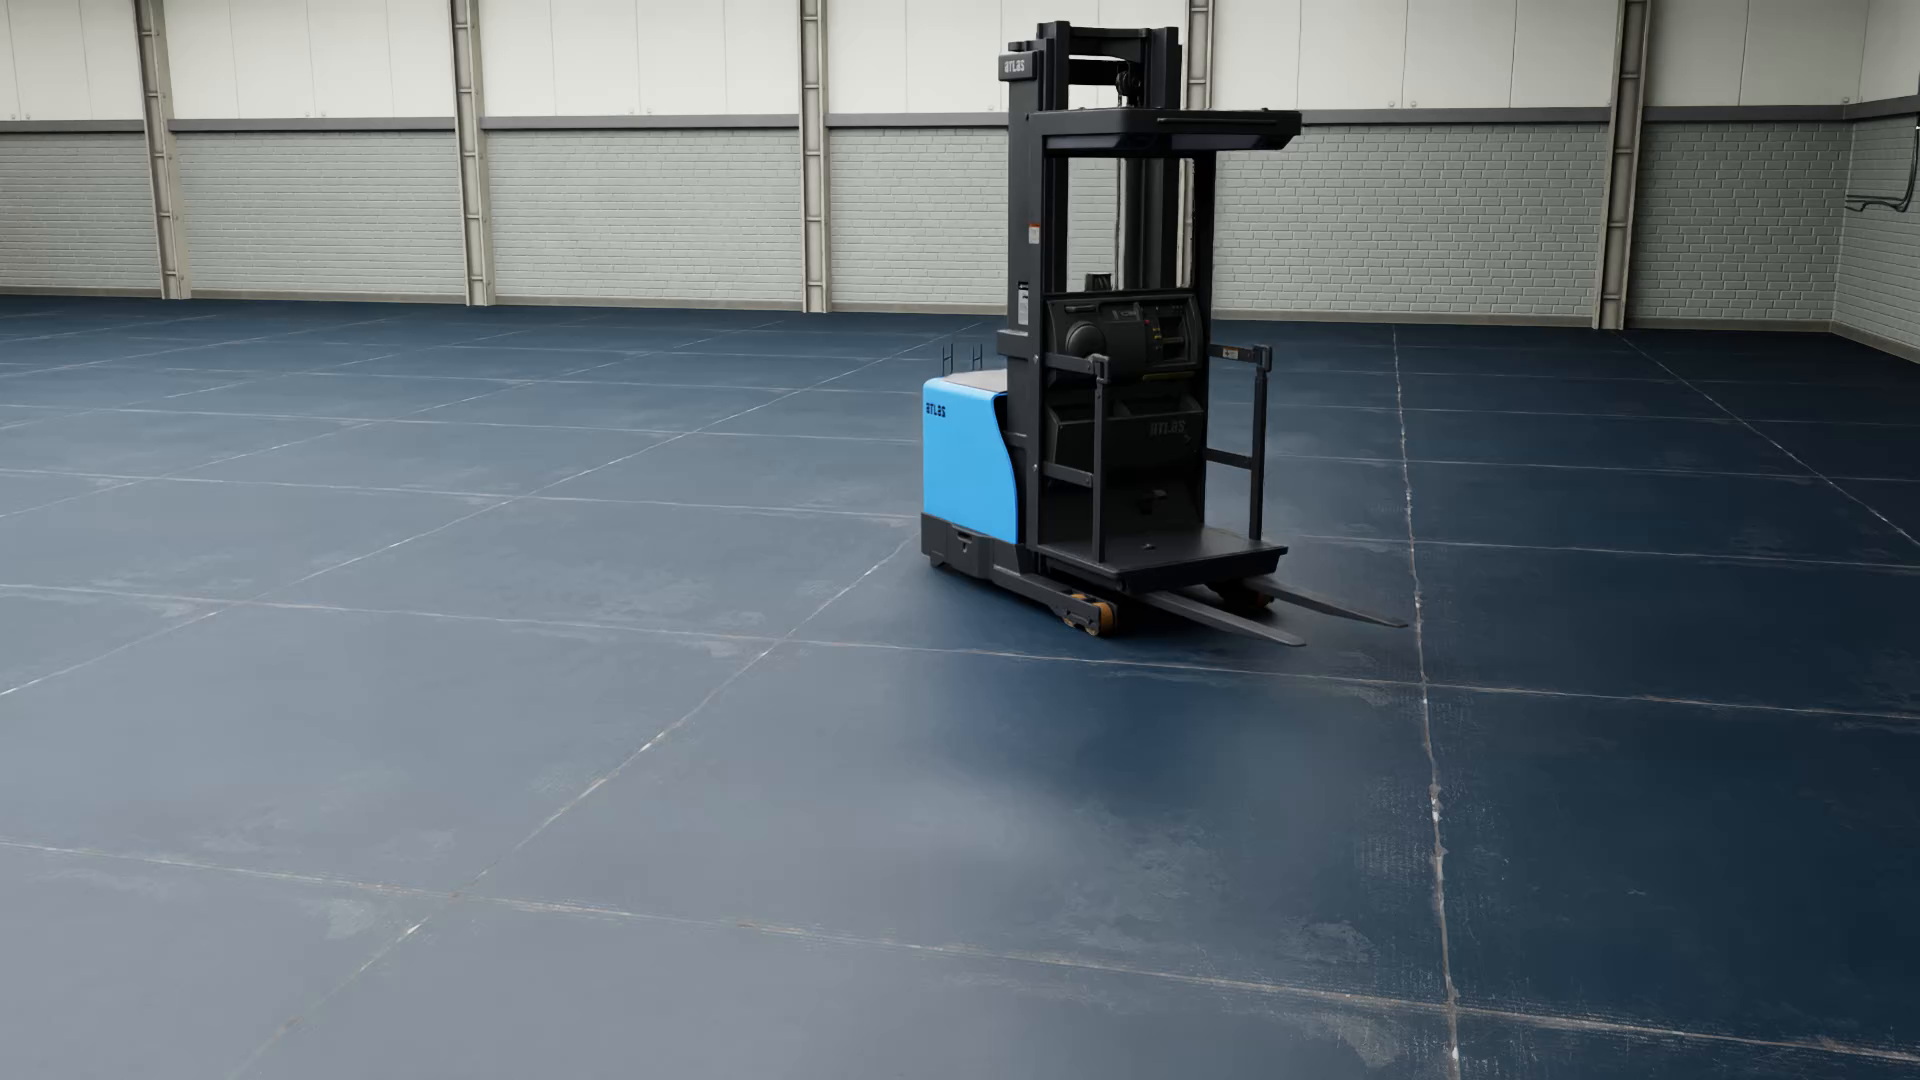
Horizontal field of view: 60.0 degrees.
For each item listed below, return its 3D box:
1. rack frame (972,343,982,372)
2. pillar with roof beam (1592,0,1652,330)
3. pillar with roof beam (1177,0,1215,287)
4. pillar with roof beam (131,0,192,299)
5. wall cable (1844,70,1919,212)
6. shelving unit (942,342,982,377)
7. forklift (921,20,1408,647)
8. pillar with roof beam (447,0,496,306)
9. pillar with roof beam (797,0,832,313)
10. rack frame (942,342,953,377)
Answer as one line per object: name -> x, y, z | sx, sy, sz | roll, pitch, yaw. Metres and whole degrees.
rack frame -> 0.103, -0.580, 10.079 | 0.006, 1.200, 0.240 | 3, 13, 14
pillar with roof beam -> 8.321, -6.546, 18.962 | 0.400, 9.000, 9.100 | 3, 13, 14
pillar with roof beam -> 2.496, -6.857, 20.366 | 0.400, 9.000, 9.100 | 3, 13, 14
pillar with roof beam -> -14.980, -7.792, 24.576 | 0.400, 9.000, 9.100 | 3, 13, 14
wall cable -> 11.896, -5.504, 21.437 | 0.112, 2.526, 3.097 | 3, 13, 14
shelving unit -> 0.014, -0.585, 10.100 | 0.189, 1.200, 0.258 | 3, 13, 14
forklift -> 0.961, -1.077, 8.320 | 1.130, 2.935, 3.031 | -7, 14, -30
pillar with roof beam -> -9.154, -7.480, 23.173 | 0.400, 9.000, 9.100 | 3, 13, 14
pillar with roof beam -> -3.329, -7.169, 21.769 | 0.400, 9.000, 9.100 | 3, 13, 14
rack frame -> -0.075, -0.590, 10.122 | 0.006, 1.200, 0.240 | 3, 13, 14
